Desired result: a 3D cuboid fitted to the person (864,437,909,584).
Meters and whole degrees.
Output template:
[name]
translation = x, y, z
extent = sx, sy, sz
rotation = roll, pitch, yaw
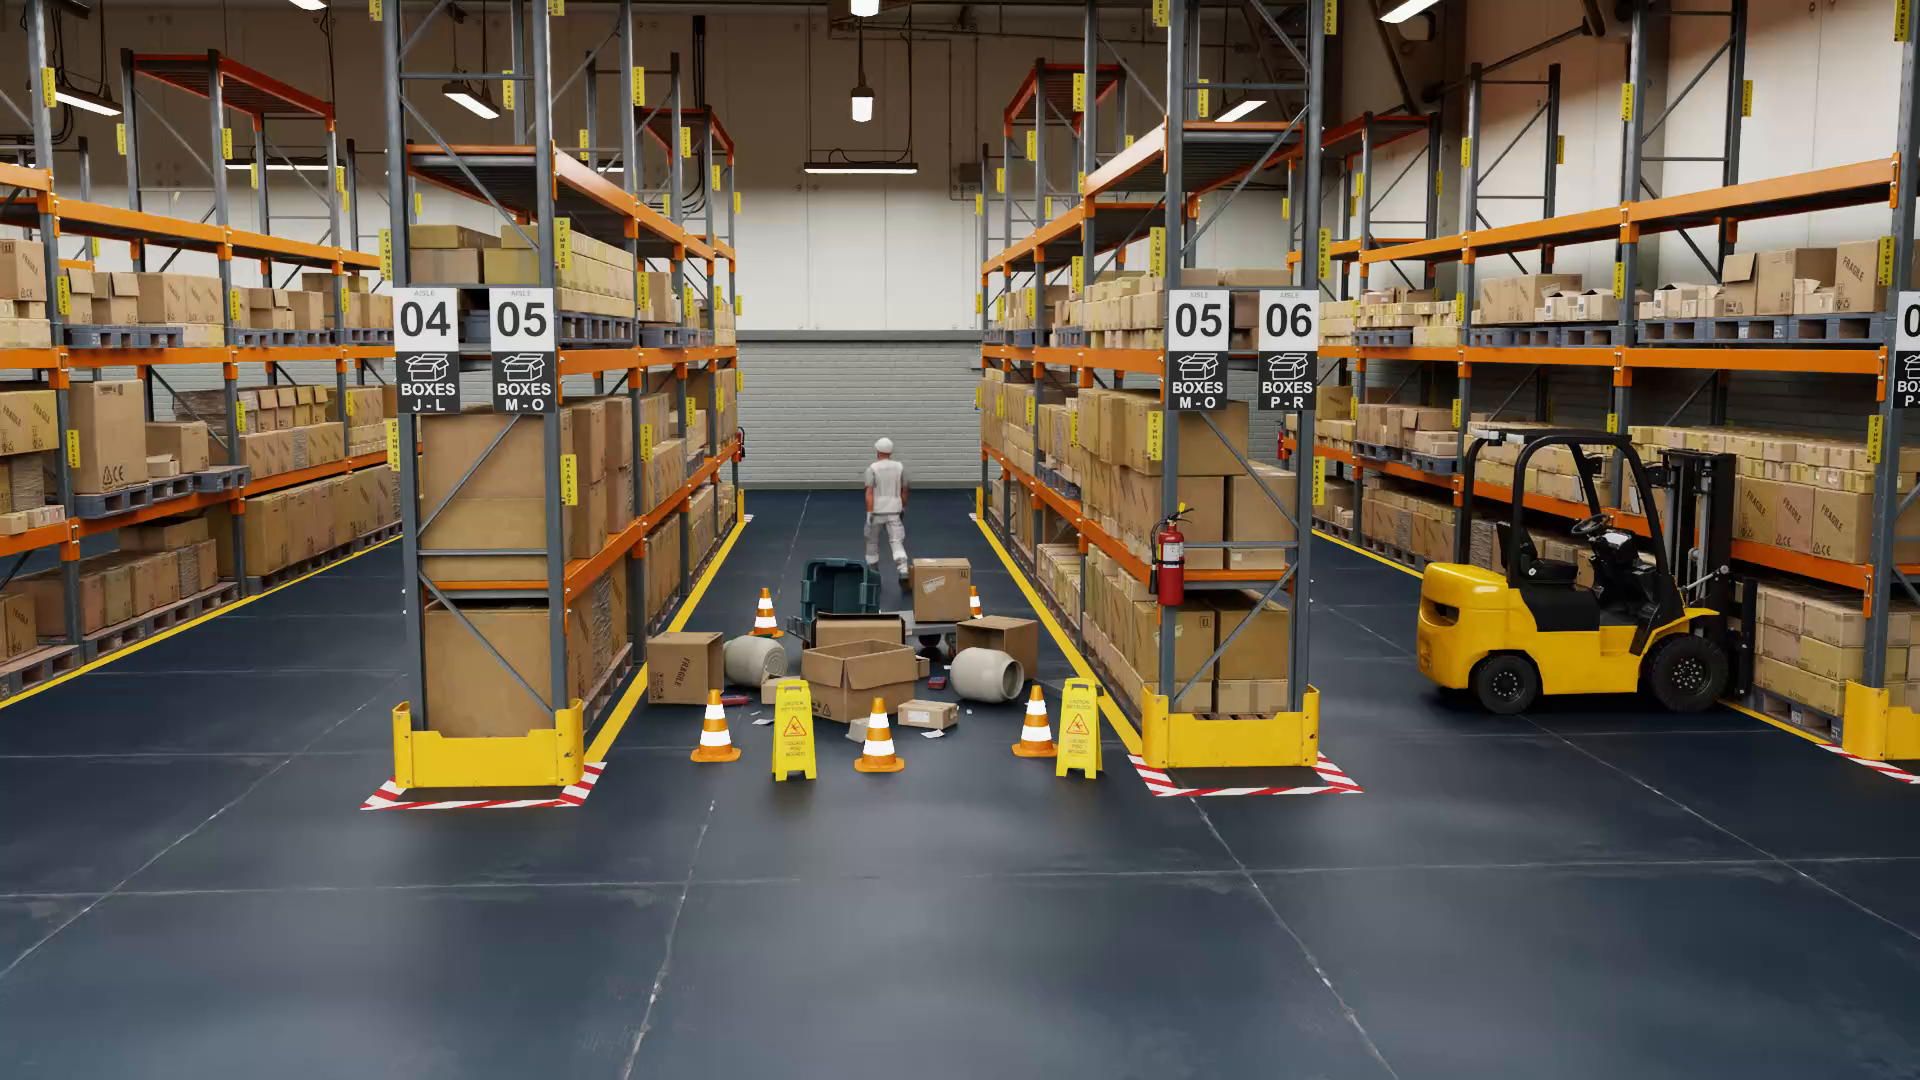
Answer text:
[person]
translation = -0.858, -0.322, 19.362
extent = 0.554, 1.745, 1.036
rotation = -2, 7, -18
